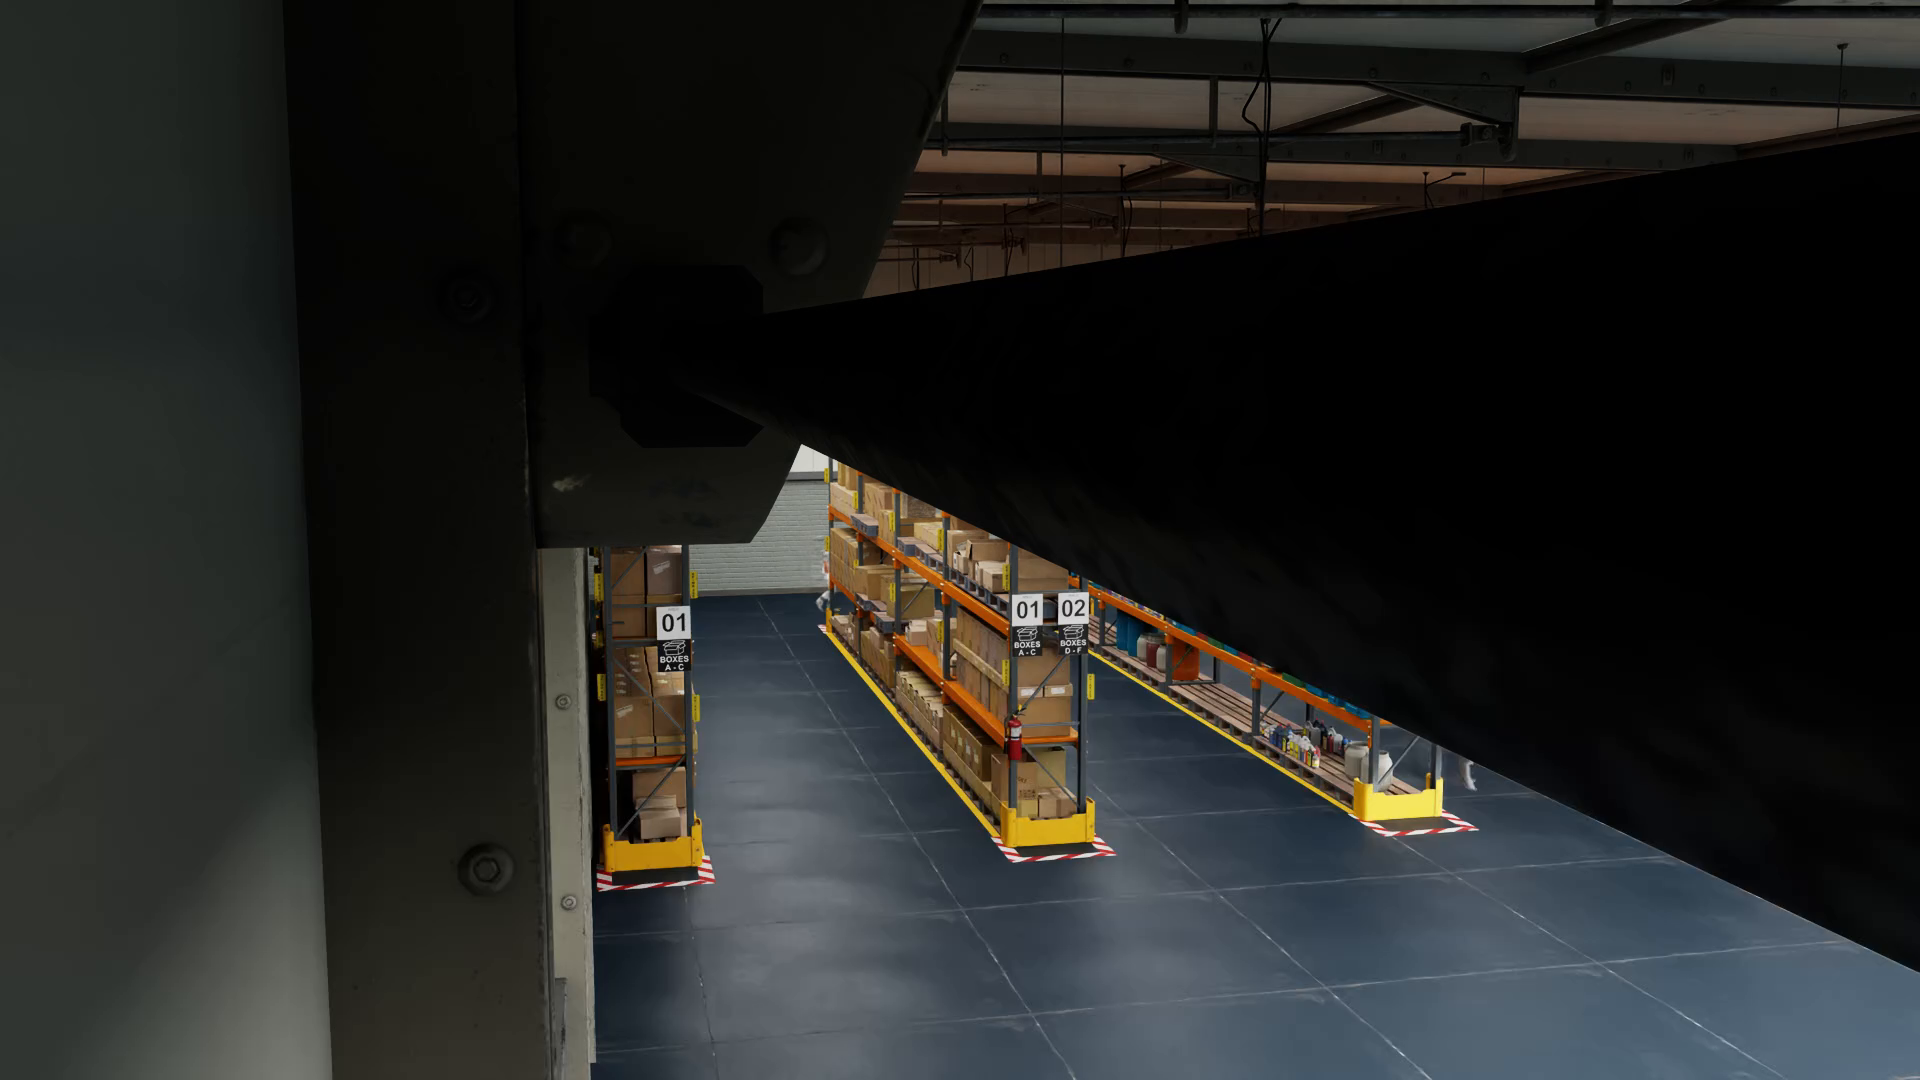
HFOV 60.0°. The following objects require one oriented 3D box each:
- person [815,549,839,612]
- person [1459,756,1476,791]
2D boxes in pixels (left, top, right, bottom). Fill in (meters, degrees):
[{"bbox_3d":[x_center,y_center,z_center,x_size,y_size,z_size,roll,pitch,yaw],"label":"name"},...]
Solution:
[{"bbox_3d":[-3.114,0.807,38.912,0.570,1.783,0.580,0,7,-2],"label":"person"},{"bbox_3d":[7.313,2.705,23.778,0.493,1.691,0.621,-2,7,-13],"label":"person"}]
